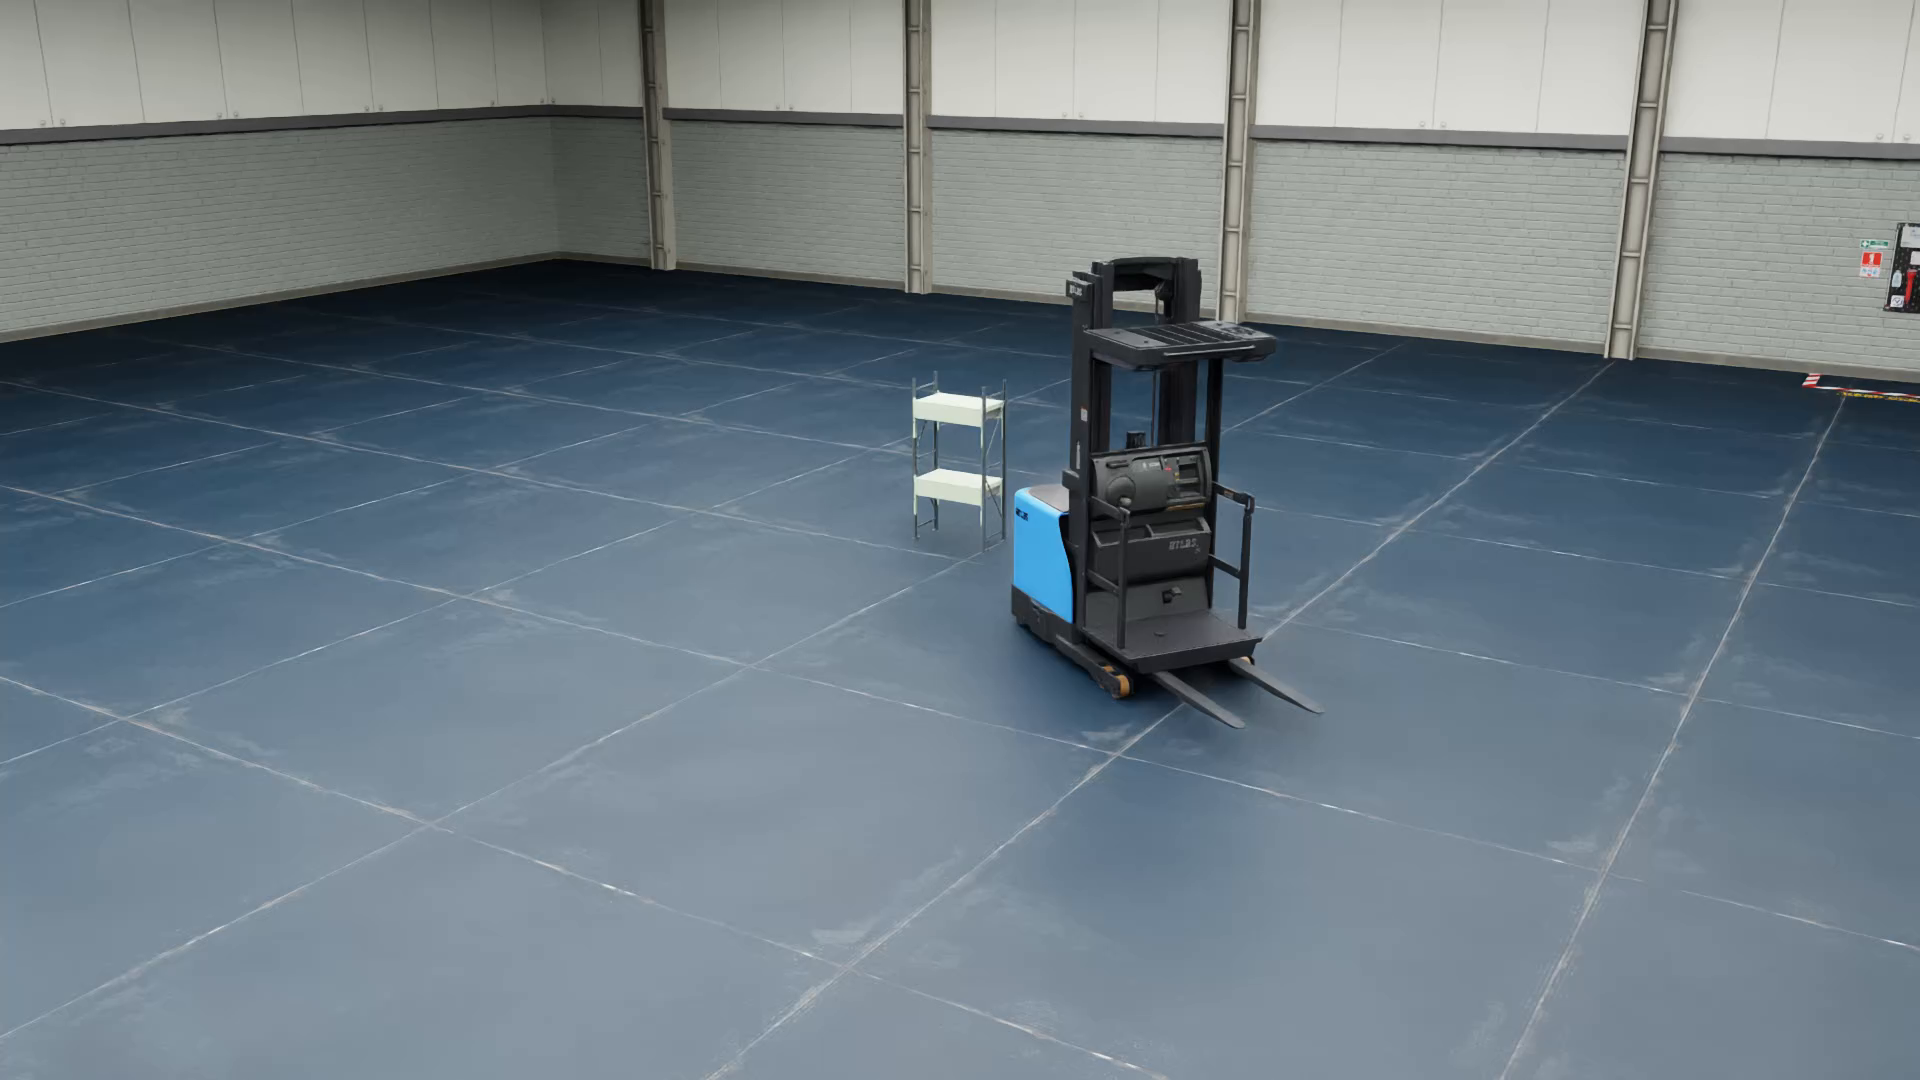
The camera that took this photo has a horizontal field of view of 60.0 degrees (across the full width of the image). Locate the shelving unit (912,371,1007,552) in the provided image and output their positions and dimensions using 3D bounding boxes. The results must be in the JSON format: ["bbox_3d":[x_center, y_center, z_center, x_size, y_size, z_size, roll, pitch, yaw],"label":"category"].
[{"bbox_3d":[-0.006,-0.719,15.035,0.755,1.500,0.431,10,20,30],"label":"shelving unit"}]

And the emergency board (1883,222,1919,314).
[{"bbox_3d":[12.513,-3.534,21.722,0.643,1.169,0.194,10,20,30],"label":"emergency board"}]

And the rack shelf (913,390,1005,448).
[{"bbox_3d":[-0.006,-1.092,14.922,0.720,0.370,0.431,10,20,30],"label":"rack shelf"}]

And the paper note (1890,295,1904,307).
[{"bbox_3d":[12.398,-3.156,21.995,0.142,0.148,0.016,10,20,30],"label":"paper note"}]

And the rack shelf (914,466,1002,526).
[{"bbox_3d":[-0.006,-0.407,15.130,0.720,0.370,0.431,10,20,30],"label":"rack shelf"}]

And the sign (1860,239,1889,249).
[{"bbox_3d":[12.095,-3.911,21.991,0.331,0.109,0.001,10,20,30],"label":"sign"}]

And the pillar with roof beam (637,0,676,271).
[{"bbox_3d":[-8.106,-8.603,28.089,0.400,9.000,9.100,10,20,30],"label":"pillar with roof beam"}]

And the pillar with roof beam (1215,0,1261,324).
[{"bbox_3d":[2.120,-6.778,22.080,0.400,9.000,9.100,10,20,30],"label":"pillar with roof beam"}]

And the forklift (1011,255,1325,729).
[{"bbox_3d":[1.460,-0.436,11.644,1.130,2.935,3.031,-7,18,-23],"label":"forklift"}]

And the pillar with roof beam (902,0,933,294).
[{"bbox_3d":[-2.993,-7.690,25.085,0.400,9.000,9.100,10,20,30],"label":"pillar with roof beam"}]

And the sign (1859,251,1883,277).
[{"bbox_3d":[12.095,-3.660,22.078,0.234,0.329,0.001,10,20,30],"label":"sign"}]

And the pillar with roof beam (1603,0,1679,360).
[{"bbox_3d":[7.233,-5.865,19.076,0.400,9.000,9.100,10,20,30],"label":"pillar with roof beam"}]

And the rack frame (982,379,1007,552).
[{"bbox_3d":[0.306,-0.663,14.852,0.023,1.500,0.400,10,20,30],"label":"rack frame"}]

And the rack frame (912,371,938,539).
[{"bbox_3d":[-0.318,-0.774,15.219,0.023,1.500,0.400,10,20,30],"label":"rack frame"}]
